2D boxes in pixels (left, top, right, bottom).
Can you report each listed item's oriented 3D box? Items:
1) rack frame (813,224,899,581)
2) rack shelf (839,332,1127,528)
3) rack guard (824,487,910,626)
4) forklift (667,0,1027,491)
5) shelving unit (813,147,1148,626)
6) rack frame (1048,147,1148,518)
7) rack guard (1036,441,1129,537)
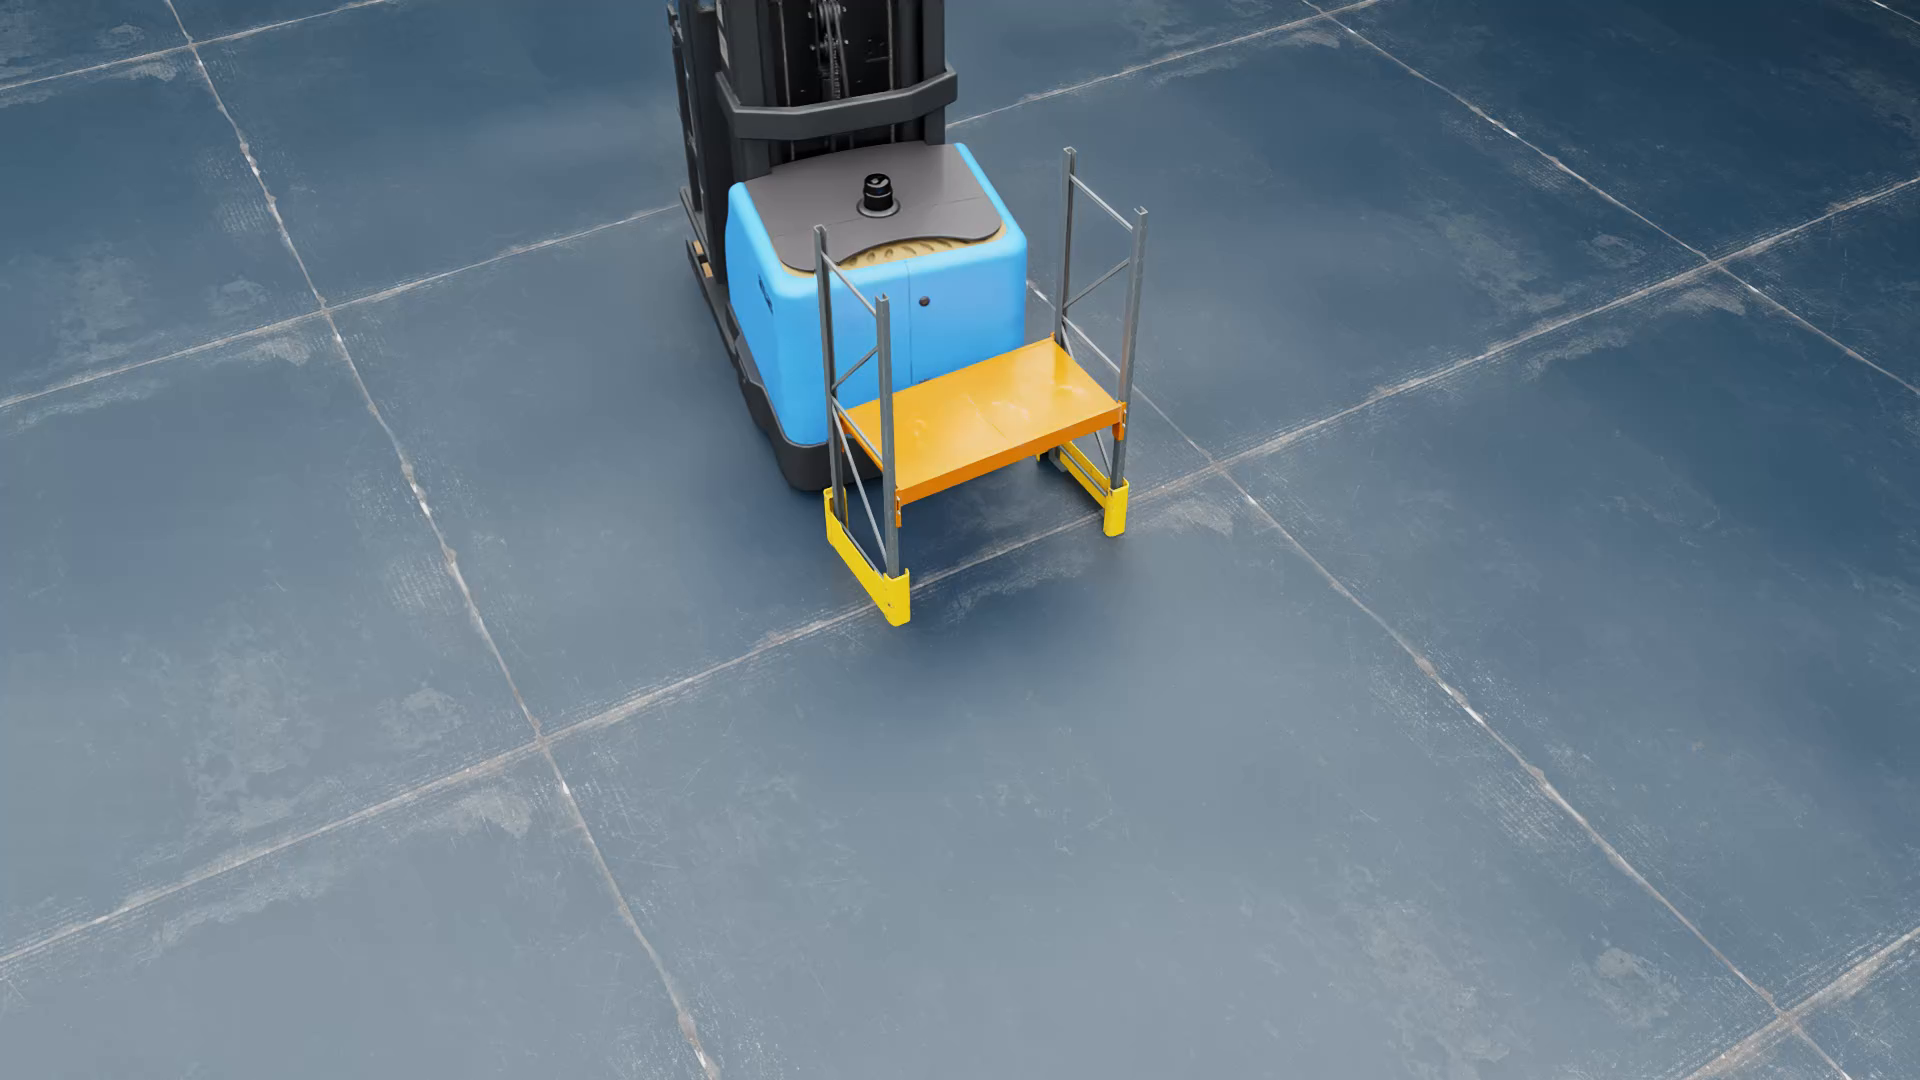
[{"bbox_3d":[-0.367,-0.391,6.076,0.032,1.500,0.500,-22,48,-21],"label":"rack frame"},{"bbox_3d":[0.074,-0.439,6.383,1.000,0.185,0.538,-22,48,-21],"label":"rack shelf"},{"bbox_3d":[-0.366,0.057,6.512,0.087,0.250,0.587,-22,48,-21],"label":"rack guard"},{"bbox_3d":[-0.683,-2.297,7.012,1.130,2.935,3.031,-14,46,-14],"label":"forklift"},{"bbox_3d":[0.066,-0.565,6.255,1.083,1.500,0.587,-22,48,-21],"label":"shelving unit"},{"bbox_3d":[0.515,-0.744,6.440,0.032,1.500,0.500,-22,48,-21],"label":"rack frame"},{"bbox_3d":[0.498,-0.289,6.868,0.087,0.250,0.587,-22,48,-21],"label":"rack guard"}]
